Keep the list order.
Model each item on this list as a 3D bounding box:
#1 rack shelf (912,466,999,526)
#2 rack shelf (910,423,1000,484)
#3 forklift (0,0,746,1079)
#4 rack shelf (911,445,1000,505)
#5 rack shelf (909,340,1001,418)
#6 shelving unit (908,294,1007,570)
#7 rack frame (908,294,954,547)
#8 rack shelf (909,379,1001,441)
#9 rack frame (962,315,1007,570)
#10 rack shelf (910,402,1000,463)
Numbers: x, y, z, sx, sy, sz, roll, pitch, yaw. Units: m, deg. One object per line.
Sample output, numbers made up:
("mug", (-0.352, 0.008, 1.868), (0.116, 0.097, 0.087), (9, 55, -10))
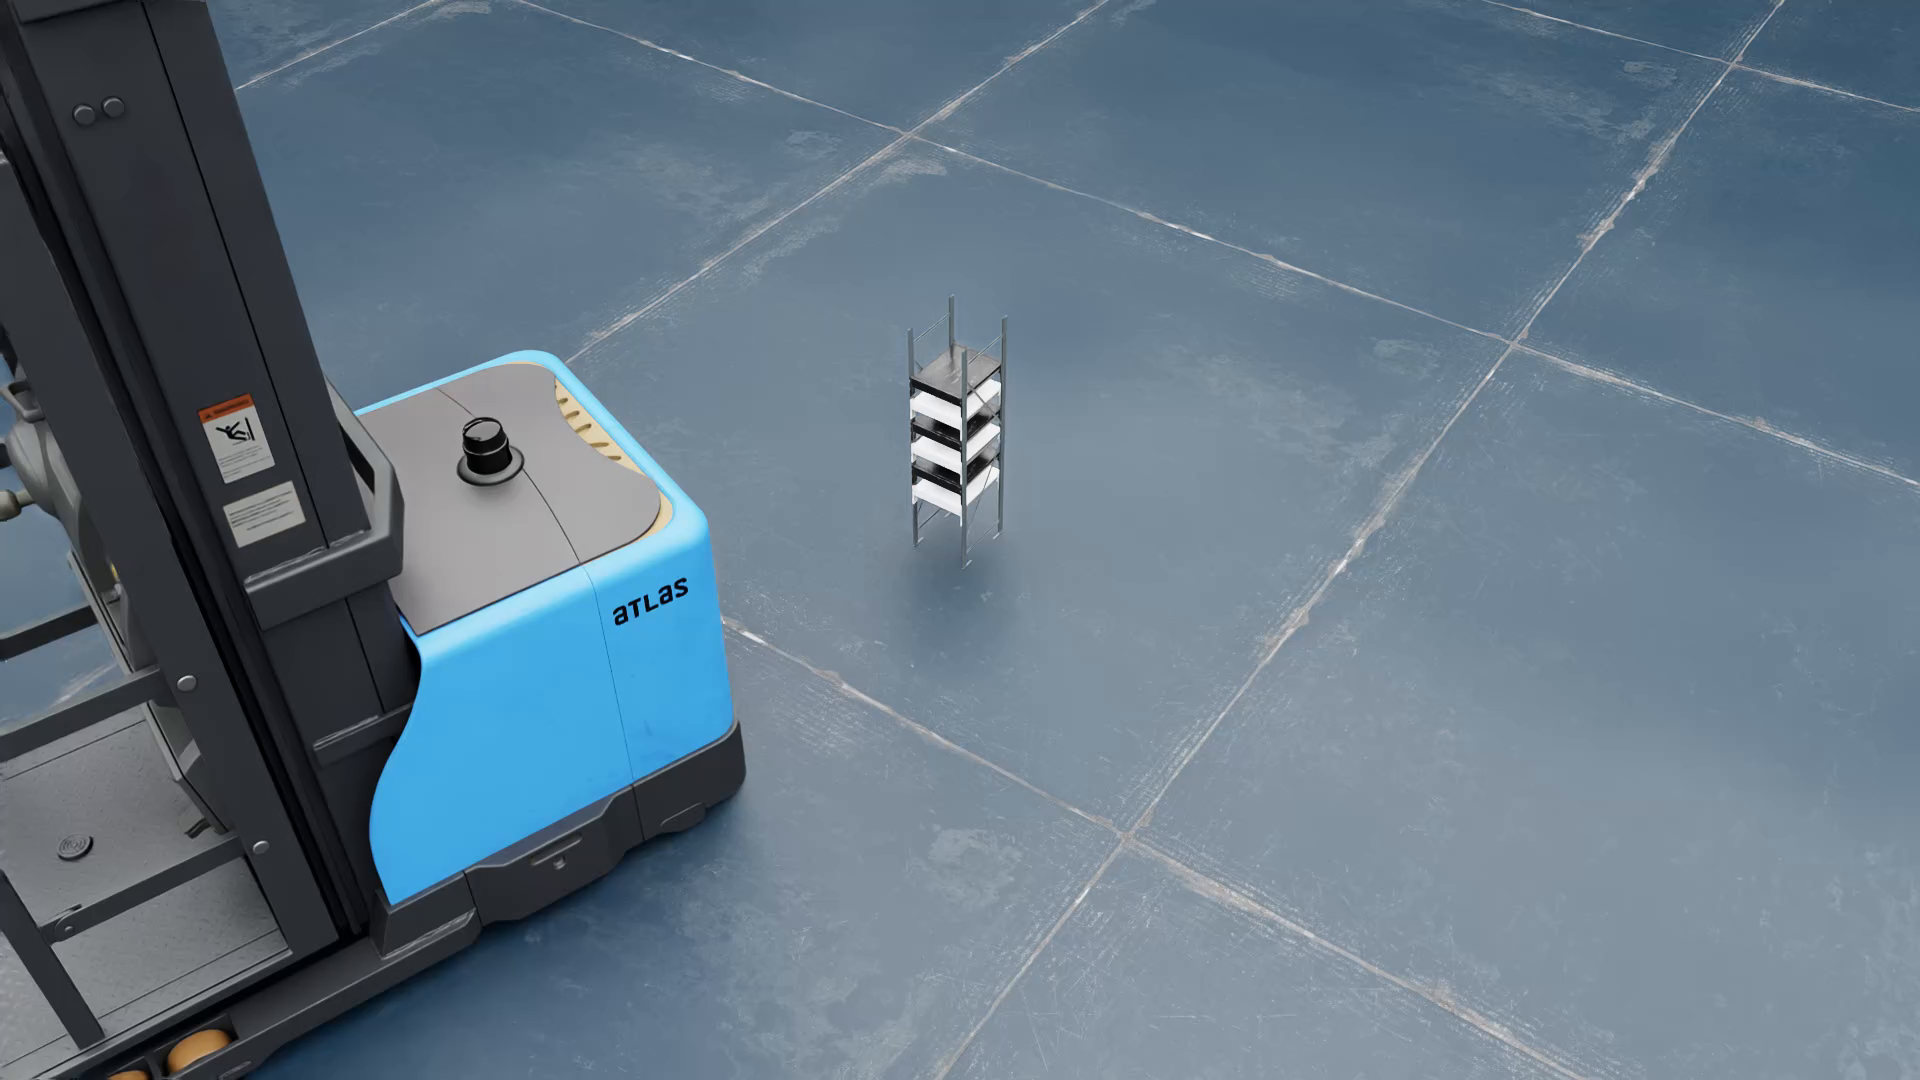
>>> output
("rack shelf", (-0.007, -0.179, 5.596), (0.200, 0.077, 0.258), (25, 48, 25))
("rack shelf", (-0.007, -0.314, 5.476), (0.200, 0.077, 0.258), (25, 48, 25))
("forklift", (-2.118, -0.024, 3.579), (3.031, 2.935, 1.130), (-26, 48, -26))
("rack shelf", (-0.007, -0.247, 5.536), (0.200, 0.077, 0.258), (25, 48, 25))
("rack shelf", (-0.007, -0.515, 5.296), (0.200, 0.077, 0.258), (25, 48, 25))
("shelving unit", (-0.007, -0.338, 5.453), (0.210, 0.900, 0.258), (25, 48, 25))
("rack frame", (-0.090, -0.377, 5.497), (0.006, 0.900, 0.240), (25, 48, 25))
("rack shelf", (-0.007, -0.448, 5.356), (0.200, 0.077, 0.258), (25, 48, 25))
("rack frame", (0.077, -0.300, 5.410), (0.006, 0.900, 0.240), (25, 48, 25))
("rack shelf", (-0.007, -0.381, 5.416), (0.200, 0.077, 0.258), (25, 48, 25))
